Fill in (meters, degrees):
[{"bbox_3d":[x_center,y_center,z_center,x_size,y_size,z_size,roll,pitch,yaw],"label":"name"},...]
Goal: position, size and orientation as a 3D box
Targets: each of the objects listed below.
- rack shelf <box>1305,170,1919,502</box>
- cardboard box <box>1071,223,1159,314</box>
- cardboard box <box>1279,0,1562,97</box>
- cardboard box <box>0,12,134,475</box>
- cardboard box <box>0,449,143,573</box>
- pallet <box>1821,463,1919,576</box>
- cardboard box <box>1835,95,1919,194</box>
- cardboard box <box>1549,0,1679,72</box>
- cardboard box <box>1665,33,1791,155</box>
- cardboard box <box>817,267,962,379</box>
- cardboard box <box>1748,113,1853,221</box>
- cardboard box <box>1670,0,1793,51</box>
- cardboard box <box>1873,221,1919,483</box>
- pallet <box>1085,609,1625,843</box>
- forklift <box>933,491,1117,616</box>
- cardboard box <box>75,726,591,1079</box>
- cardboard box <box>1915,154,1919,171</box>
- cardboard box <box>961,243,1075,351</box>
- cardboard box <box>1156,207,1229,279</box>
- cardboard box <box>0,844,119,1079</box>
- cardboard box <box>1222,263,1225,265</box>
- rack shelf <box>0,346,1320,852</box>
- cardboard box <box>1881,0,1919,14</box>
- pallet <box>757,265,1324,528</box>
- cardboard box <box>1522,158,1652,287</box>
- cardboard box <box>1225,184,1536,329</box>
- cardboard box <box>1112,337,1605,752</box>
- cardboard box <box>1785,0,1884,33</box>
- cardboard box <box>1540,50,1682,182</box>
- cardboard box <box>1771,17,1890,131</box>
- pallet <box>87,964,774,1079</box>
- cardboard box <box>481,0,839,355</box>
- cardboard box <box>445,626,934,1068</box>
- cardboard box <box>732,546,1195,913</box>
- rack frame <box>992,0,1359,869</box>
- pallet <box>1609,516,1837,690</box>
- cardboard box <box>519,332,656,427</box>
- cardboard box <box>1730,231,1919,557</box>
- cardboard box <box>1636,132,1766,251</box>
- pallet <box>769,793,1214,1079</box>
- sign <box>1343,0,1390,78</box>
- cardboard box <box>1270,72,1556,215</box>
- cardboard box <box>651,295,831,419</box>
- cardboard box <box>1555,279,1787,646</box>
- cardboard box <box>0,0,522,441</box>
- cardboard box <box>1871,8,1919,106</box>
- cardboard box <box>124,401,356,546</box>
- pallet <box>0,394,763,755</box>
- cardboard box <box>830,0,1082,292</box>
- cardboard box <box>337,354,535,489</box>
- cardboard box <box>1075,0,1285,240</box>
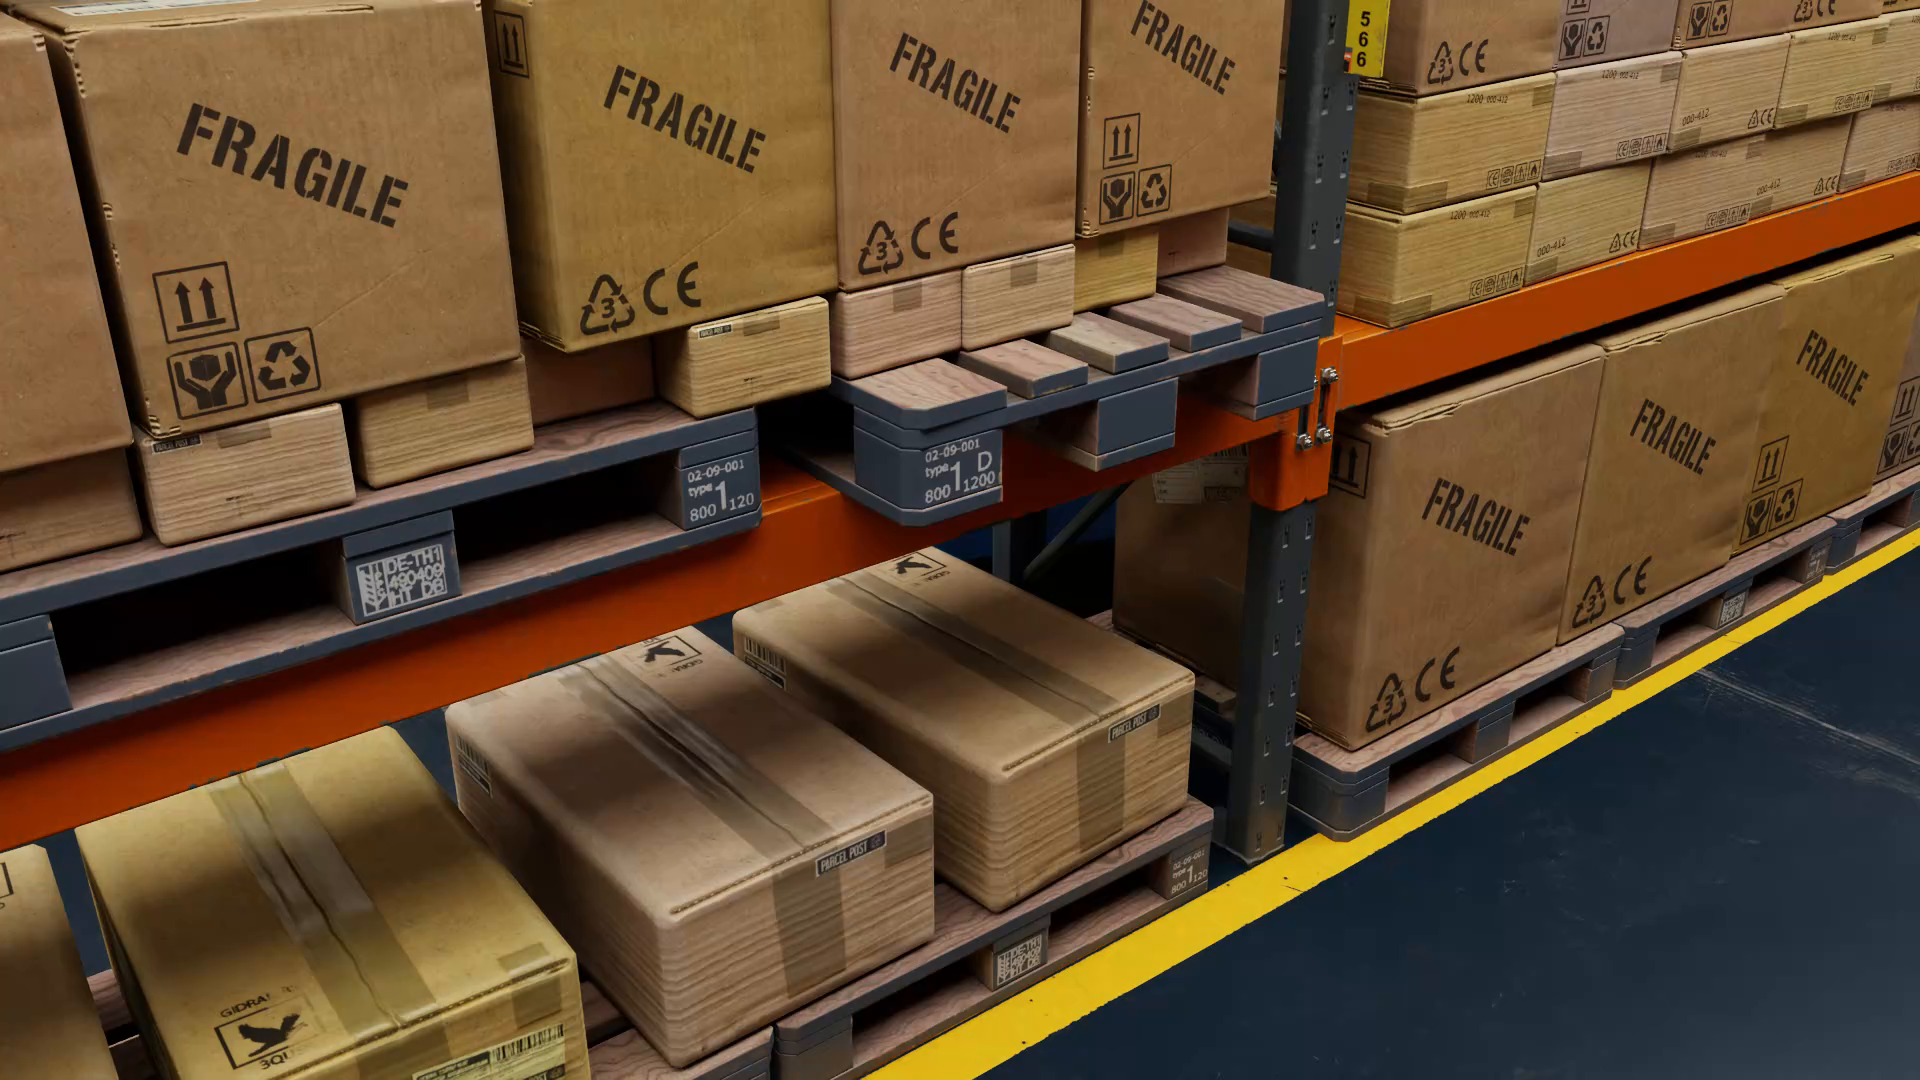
[{"bbox_3d":[2.016,-0.938,5.063,4.000,0.370,1.077,-18,31,-34],"label":"rack shelf"},{"bbox_3d":[0.163,-0.565,3.204,0.250,0.149,0.380,-18,30,-33],"label":"cardboard box"},{"bbox_3d":[0.981,-1.291,3.662,0.500,0.500,0.500,-19,31,-36],"label":"cardboard box"},{"bbox_3d":[-1.369,-0.358,1.987,0.500,0.500,0.500,-18,31,-34],"label":"cardboard box"},{"bbox_3d":[-1.274,-0.099,2.200,0.250,0.149,0.380,-18,30,-34],"label":"cardboard box"},{"bbox_3d":[3.029,-0.294,6.132,1.213,0.211,1.003,-18,31,-34],"label":"pallet"},{"bbox_3d":[2.582,-1.259,5.079,0.500,0.250,0.500,-19,31,-35],"label":"cardboard box"},{"bbox_3d":[1.365,-1.423,3.947,0.500,0.500,0.500,-18,30,-34],"label":"cardboard box"},{"bbox_3d":[1.800,-1.213,4.385,0.500,0.250,0.500,-18,31,-34],"label":"cardboard box"},{"bbox_3d":[-0.211,-0.422,2.895,0.250,0.149,0.380,-20,32,-36],"label":"cardboard box"},{"bbox_3d":[2.178,-1.124,4.786,0.500,0.250,0.500,-18,31,-34],"label":"cardboard box"},{"bbox_3d":[1.782,-1.552,4.225,0.500,0.500,0.500,-17,30,-33],"label":"cardboard box"},{"bbox_3d":[3.151,-0.823,5.986,0.875,0.875,0.875,-17,30,-32],"label":"cardboard box"},{"bbox_3d":[1.109,0.340,4.767,1.213,0.211,1.003,-18,31,-34],"label":"pallet"},{"bbox_3d":[-0.185,-1.628,5.776,1.130,2.935,3.031,-8,26,-17],"label":"forklift"},{"bbox_3d":[-1.185,0.789,3.109,0.625,0.372,0.950,-17,30,-32],"label":"cardboard box"},{"bbox_3d":[2.990,-1.384,5.347,0.500,0.250,0.500,-19,31,-35],"label":"cardboard box"},{"bbox_3d":[-0.008,-0.485,3.031,0.250,0.149,0.380,-19,31,-34],"label":"cardboard box"},{"bbox_3d":[0.329,-0.658,3.405,0.250,0.149,0.380,-17,30,-32],"label":"cardboard box"},{"bbox_3d":[-1.731,0.971,2.718,0.625,0.372,0.950,-16,29,-31],"label":"cardboard box"},{"bbox_3d":[0.679,-0.894,4.292,0.500,0.250,0.500,-20,31,-36],"label":"cardboard box"},{"bbox_3d":[-1.132,0.101,2.824,4.000,0.370,1.077,-18,31,-34],"label":"rack shelf"},{"bbox_3d":[2.579,-1.822,4.806,0.500,0.500,0.500,-17,30,-33],"label":"cardboard box"},{"bbox_3d":[-0.053,-0.438,3.358,1.003,0.211,1.213,-18,31,-34],"label":"pallet"},{"bbox_3d":[1.375,-0.860,4.218,0.500,0.250,0.500,-19,31,-35],"label":"cardboard box"},{"bbox_3d":[0.982,-0.721,3.918,0.500,0.250,0.500,-19,31,-35],"label":"cardboard box"},{"bbox_3d":[1.037,-0.124,4.478,0.875,0.875,0.875,-19,31,-34],"label":"cardboard box"},{"bbox_3d":[2.181,-1.682,4.505,0.500,0.500,0.500,-18,30,-33],"label":"cardboard box"},{"bbox_3d":[1.400,-1.088,4.114,0.500,0.250,0.500,-17,30,-33],"label":"cardboard box"},{"bbox_3d":[2.207,-1.340,4.659,0.500,0.250,0.500,-18,30,-33],"label":"cardboard box"},{"bbox_3d":[-1.133,1.037,3.264,1.213,0.211,1.003,-18,31,-34],"label":"pallet"},{"bbox_3d":[-0.541,-0.636,2.587,0.500,0.500,0.500,-21,32,-37],"label":"cardboard box"},{"bbox_3d":[-0.585,0.594,3.529,0.625,0.372,0.950,-19,31,-35],"label":"cardboard box"},{"bbox_3d":[-0.009,0.400,3.948,0.625,0.372,0.950,-21,32,-37],"label":"cardboard box"},{"bbox_3d":[0.442,-0.745,3.792,0.127,3.000,1.000,-18,31,-34],"label":"rack frame"},{"bbox_3d":[2.068,0.025,5.446,1.213,0.211,1.003,-18,31,-34],"label":"pallet"},{"bbox_3d":[-0.694,-0.322,2.681,0.250,0.149,0.380,-18,30,-34],"label":"cardboard box"},{"bbox_3d":[2.445,-0.586,5.475,0.875,0.875,0.875,-17,30,-33],"label":"cardboard box"},{"bbox_3d":[1.792,-0.994,4.508,0.500,0.250,0.500,-17,30,-32],"label":"cardboard box"},{"bbox_3d":[-0.174,0.722,3.943,1.213,0.211,1.003,-18,31,-34],"label":"pallet"},{"bbox_3d":[0.784,-1.057,3.183,0.005,0.325,0.100,-18,31,-34],"label":"sign"},{"bbox_3d":[0.993,-0.954,3.826,0.500,0.250,0.500,-19,31,-34],"label":"cardboard box"},{"bbox_3d":[-0.419,-0.346,2.731,0.250,0.149,0.380,-18,30,-33],"label":"cardboard box"},{"bbox_3d":[1.741,-0.354,4.975,0.875,0.875,0.875,-18,30,-33],"label":"cardboard box"},{"bbox_3d":[-0.971,-0.495,2.282,0.500,0.500,0.500,-20,31,-36],"label":"cardboard box"},{"bbox_3d":[2.600,-1.479,4.958,0.500,0.250,0.500,-17,30,-33],"label":"cardboard box"},{"bbox_3d":[-1.033,-0.151,2.311,0.250,0.149,0.380,-17,30,-32],"label":"cardboard box"},{"bbox_3d":[-1.091,-0.130,2.695,1.213,0.211,1.003,-18,31,-34],"label":"pallet"},{"bbox_3d":[-0.144,-0.768,2.870,0.500,0.500,0.500,-19,31,-35],"label":"cardboard box"},{"bbox_3d":[-0.841,-0.230,2.481,0.250,0.149,0.380,-19,31,-36],"label":"cardboard box"},{"bbox_3d":[0.256,-0.906,3.167,0.500,0.500,0.500,-19,31,-35],"label":"cardboard box"}]
